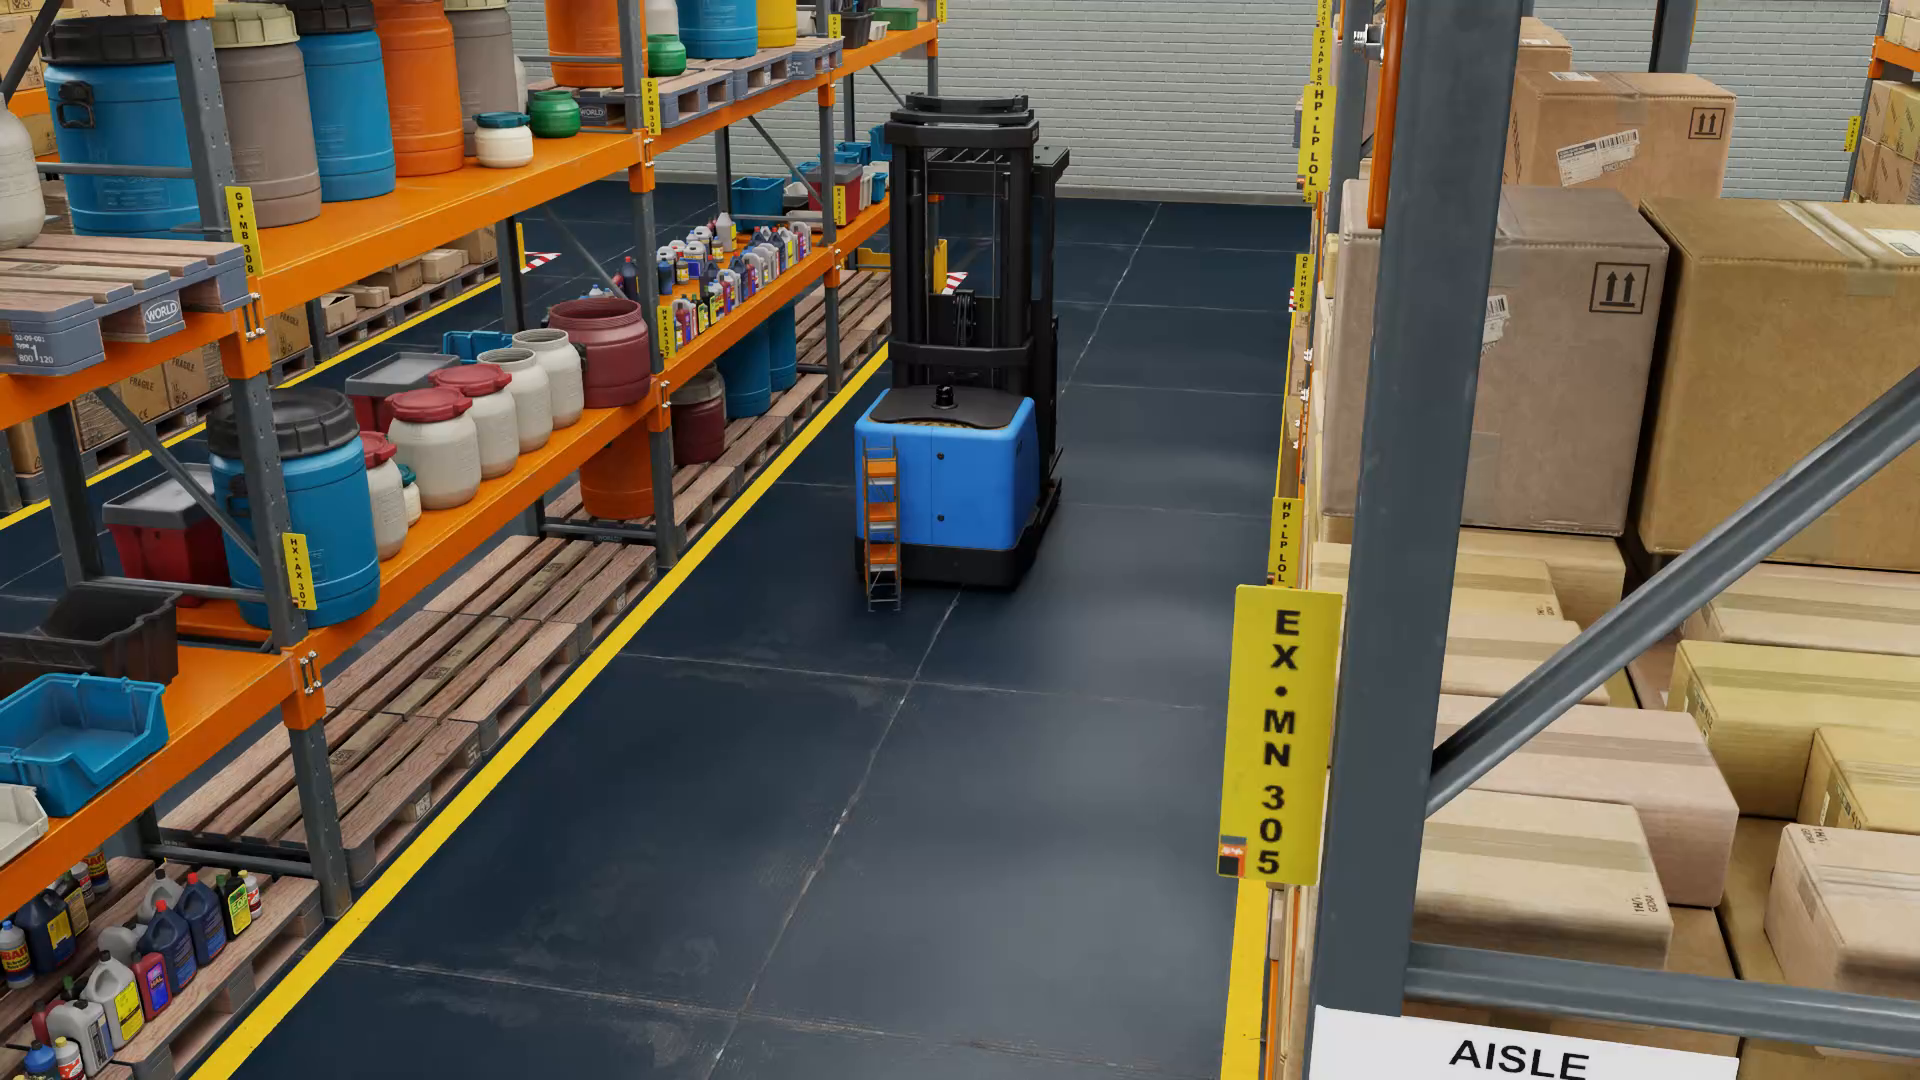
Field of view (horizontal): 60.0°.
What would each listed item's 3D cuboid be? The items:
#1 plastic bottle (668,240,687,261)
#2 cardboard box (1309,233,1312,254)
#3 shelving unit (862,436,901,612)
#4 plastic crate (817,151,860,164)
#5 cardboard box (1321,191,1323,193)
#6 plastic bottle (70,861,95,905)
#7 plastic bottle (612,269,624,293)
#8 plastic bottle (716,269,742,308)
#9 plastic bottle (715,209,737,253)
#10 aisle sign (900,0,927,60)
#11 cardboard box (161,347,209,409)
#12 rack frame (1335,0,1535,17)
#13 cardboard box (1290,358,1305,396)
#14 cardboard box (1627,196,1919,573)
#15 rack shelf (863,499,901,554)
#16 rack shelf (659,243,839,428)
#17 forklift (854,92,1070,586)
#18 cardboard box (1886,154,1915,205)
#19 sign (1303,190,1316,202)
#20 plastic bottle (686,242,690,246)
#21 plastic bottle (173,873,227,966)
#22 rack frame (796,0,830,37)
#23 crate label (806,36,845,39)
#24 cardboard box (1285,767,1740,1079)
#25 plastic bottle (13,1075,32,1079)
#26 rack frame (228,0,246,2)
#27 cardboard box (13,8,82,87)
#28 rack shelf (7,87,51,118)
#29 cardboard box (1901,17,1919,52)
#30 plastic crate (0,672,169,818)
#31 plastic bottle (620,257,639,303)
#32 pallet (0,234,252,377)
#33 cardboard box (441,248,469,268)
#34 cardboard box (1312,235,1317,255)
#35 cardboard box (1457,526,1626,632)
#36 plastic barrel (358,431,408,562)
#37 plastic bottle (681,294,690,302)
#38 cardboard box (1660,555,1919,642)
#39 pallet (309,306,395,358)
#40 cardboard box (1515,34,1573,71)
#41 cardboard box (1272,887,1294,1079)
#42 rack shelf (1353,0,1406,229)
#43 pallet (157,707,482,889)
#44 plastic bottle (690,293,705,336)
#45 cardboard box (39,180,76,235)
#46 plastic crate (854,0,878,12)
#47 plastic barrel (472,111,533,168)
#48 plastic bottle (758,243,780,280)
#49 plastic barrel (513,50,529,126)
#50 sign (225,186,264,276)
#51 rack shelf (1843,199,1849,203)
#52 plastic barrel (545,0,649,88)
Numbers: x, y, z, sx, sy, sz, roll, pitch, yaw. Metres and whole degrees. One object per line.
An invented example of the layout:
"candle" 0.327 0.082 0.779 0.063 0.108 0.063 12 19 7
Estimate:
"plastic bottle" -2.203 -2.180 12.917 0.152 0.276 0.135 4 22 11
"cardboard box" 3.096 -2.453 13.766 0.380 0.149 0.250 5 22 12
"shelving unit" -0.479 -0.094 10.182 0.215 1.050 0.252 -2 22 -5
"plastic crate" -1.238 -3.824 16.976 0.416 0.233 0.300 4 22 11
"cardboard box" 2.036 -1.858 8.137 0.500 0.250 0.500 5 22 12
"plastic bottle" -3.694 1.424 6.961 0.097 0.201 0.097 0 22 0
"plastic bottle" -2.465 -1.798 11.959 0.061 0.283 0.133 4 22 11
"plastic bottle" -1.675 -1.837 12.065 0.152 0.276 0.135 4 22 11
"plastic bottle" -1.944 -2.575 13.798 0.144 0.351 0.185 4 22 11
"aisle sign" -0.429 -5.389 17.240 0.394 0.787 0.004 4 22 11
"cardboard box" -6.529 -1.388 13.542 0.500 0.500 0.500 4 22 9
"rack frame" 2.486 -3.659 8.393 1.000 3.000 0.127 4 22 11
"cardboard box" 2.836 -0.661 11.263 1.225 0.875 0.875 5 22 11
"cardboard box" 1.421 -0.280 2.818 0.500 0.500 0.500 4 22 11
"rack shelf" -0.479 -0.084 10.186 0.215 0.259 0.240 -2 22 -5
"rack shelf" -1.955 -1.651 12.402 1.077 0.370 4.000 4 22 11
"forklift" 0.127 -1.590 11.378 1.130 2.935 3.031 4 22 11
"cardboard box" 8.395 -3.052 14.385 0.500 0.500 0.500 5 22 12
"sign" 2.758 -2.819 13.073 0.100 0.325 0.005 4 22 11
"plastic bottle" -2.159 -2.274 13.251 0.097 0.201 0.097 0 22 0
"plastic bottle" -3.028 1.491 6.592 0.144 0.351 0.185 4 22 9
"rack frame" -1.547 -5.499 12.963 1.000 3.000 0.127 4 22 11
"crate label" -1.164 -4.142 13.962 0.293 0.136 0.466 4 22 11
"cardboard box" 0.703 0.532 2.202 0.500 0.250 0.500 5 22 12
"plastic bottle" -3.210 1.929 5.706 0.097 0.201 0.097 0 22 0
"rack frame" -6.395 -5.878 13.904 1.000 3.000 0.127 4 22 11
"cardboard box" -6.945 -3.609 12.151 0.910 0.500 0.500 4 22 11
"rack shelf" -6.803 -3.422 12.782 1.077 0.370 4.000 4 22 11
"cardboard box" 8.500 -4.372 14.379 0.500 0.250 0.500 5 23 13
"plastic crate" -3.139 0.704 5.790 0.499 0.251 0.616 4 22 11
"plastic bottle" -2.392 -1.884 12.083 0.144 0.351 0.185 4 22 11
"pallet" -3.231 -0.823 5.620 1.213 0.211 1.003 4 22 11
"cardboard box" -5.619 -3.089 18.213 0.380 0.166 0.250 4 22 11
"cardboard box" 2.759 -1.869 11.846 0.500 0.500 0.500 4 22 10
"cardboard box" 0.921 0.048 2.870 0.380 0.149 0.250 5 22 12
"plastic barrel" -2.769 -0.187 7.621 0.433 0.535 0.433 0 22 0
"plastic bottle" -1.873 -1.542 11.339 0.097 0.271 0.097 0 22 0
"cardboard box" 1.393 0.088 2.772 0.380 0.149 0.250 4 22 11
"pallet" -6.254 -2.053 16.169 1.003 0.211 1.213 4 22 11
"cardboard box" 2.423 -1.984 7.446 0.500 0.500 0.500 5 22 12
"cardboard box" 0.820 0.998 2.989 0.500 0.500 0.500 4 22 11
"rack shelf" 1.262 -1.129 3.079 1.077 0.370 4.000 4 22 11
"pallet" -3.057 1.213 8.060 1.003 0.211 1.213 4 22 11
"plastic bottle" -1.792 -1.548 11.338 0.061 0.283 0.133 4 22 11
"cardboard box" -6.820 -2.433 12.682 0.700 0.500 0.500 9 24 21
"plastic crate" -1.082 -5.391 16.883 0.497 0.269 0.590 4 22 11
"plastic barrel" -2.394 -2.098 8.717 0.301 0.262 0.301 0 22 0
"plastic bottle" -1.488 -2.172 12.898 0.152 0.276 0.135 4 22 11
"plastic barrel" -2.726 -2.607 9.646 0.421 0.512 0.421 0 22 0
"sign" -2.643 -1.140 6.142 0.100 0.325 0.005 4 22 11
"rack shelf" 8.545 -2.322 14.066 1.077 0.370 4.000 4 22 11
"plastic barrel" -2.244 -3.246 10.247 0.600 0.830 0.708 4 22 11
